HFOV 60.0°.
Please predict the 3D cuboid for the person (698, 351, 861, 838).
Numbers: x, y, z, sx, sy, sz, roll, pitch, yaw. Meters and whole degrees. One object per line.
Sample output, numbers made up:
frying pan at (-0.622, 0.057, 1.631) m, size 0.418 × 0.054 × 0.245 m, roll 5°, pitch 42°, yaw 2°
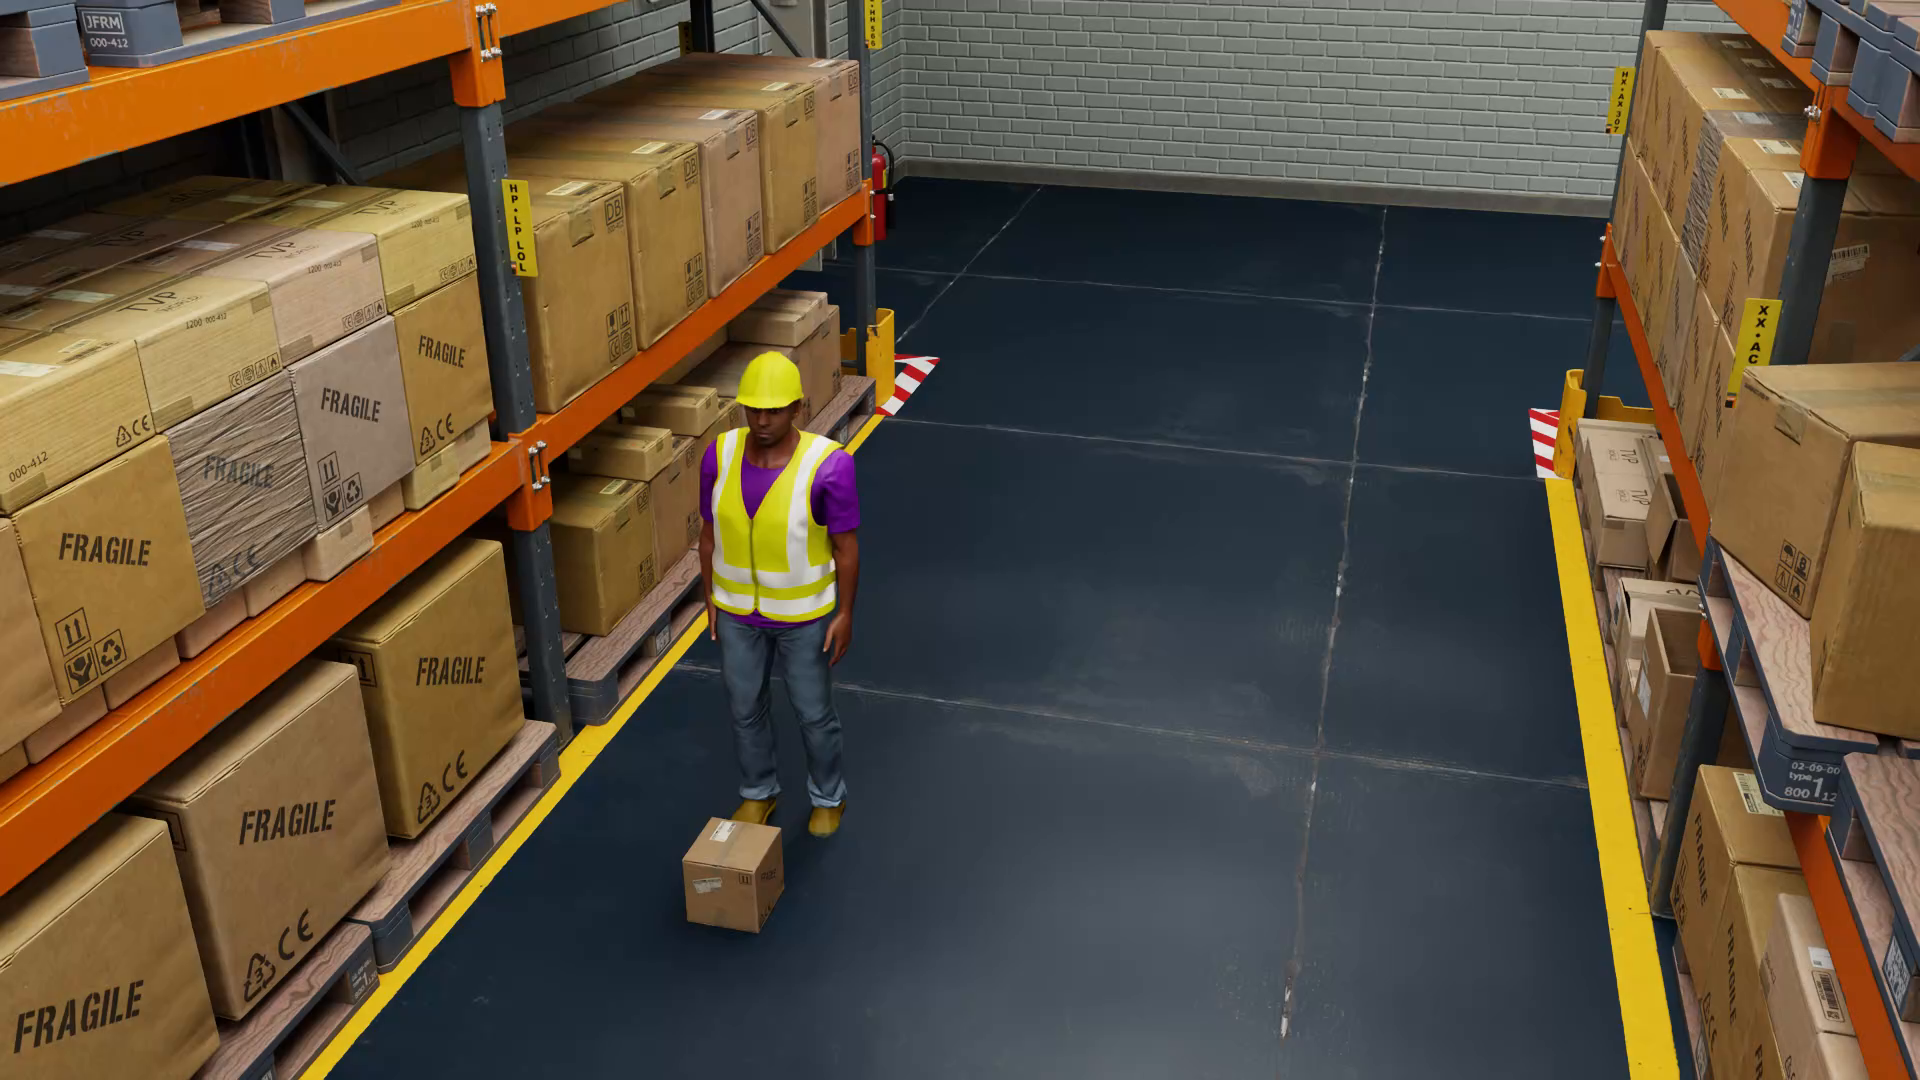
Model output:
person at (-0.615, 0.249, 5.612) m, size 0.563 × 1.811 × 0.378 m, roll 7°, pitch 26°, yaw 14°
